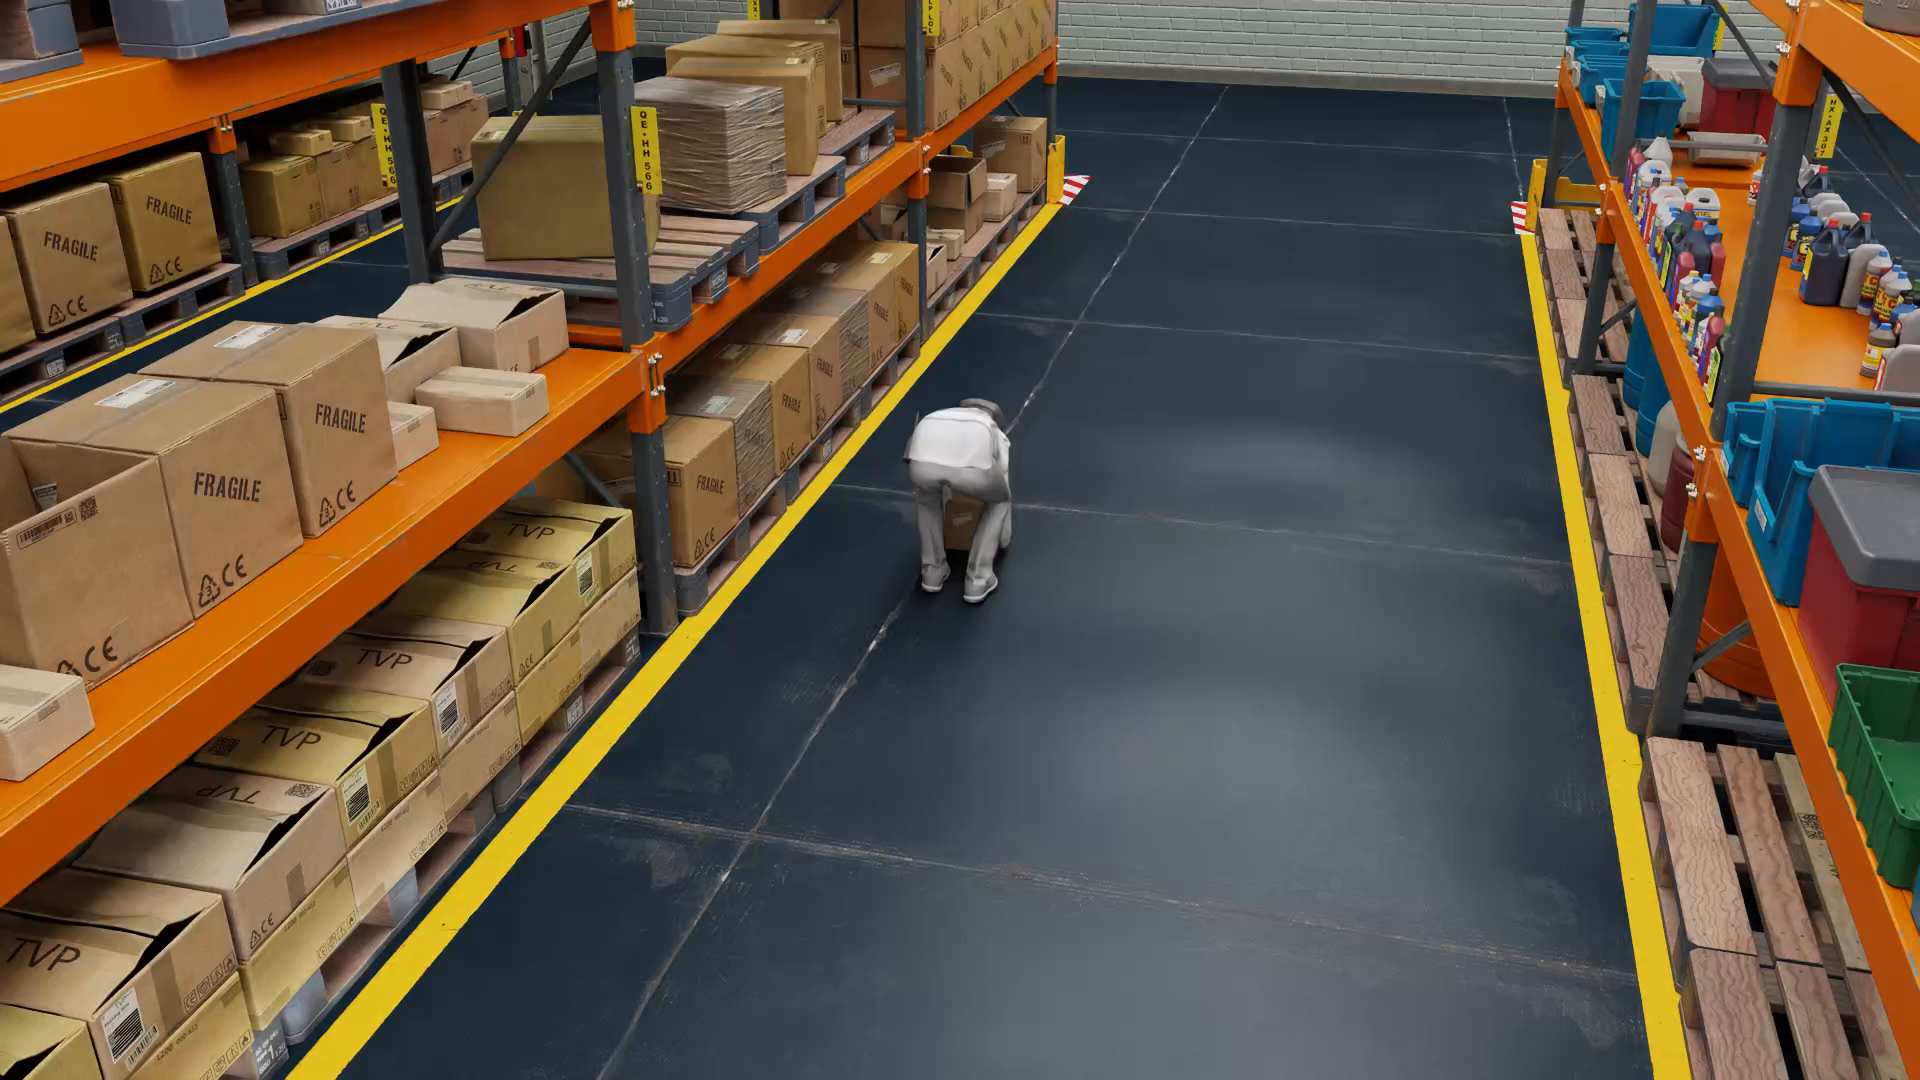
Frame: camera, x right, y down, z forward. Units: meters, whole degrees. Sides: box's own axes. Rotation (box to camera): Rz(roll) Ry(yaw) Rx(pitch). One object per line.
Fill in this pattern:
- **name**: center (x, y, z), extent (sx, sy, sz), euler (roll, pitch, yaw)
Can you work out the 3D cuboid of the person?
- **person**: center (0.012, -0.233, 7.516), extent (0.450, 0.876, 0.881), euler (5, 26, 11)
